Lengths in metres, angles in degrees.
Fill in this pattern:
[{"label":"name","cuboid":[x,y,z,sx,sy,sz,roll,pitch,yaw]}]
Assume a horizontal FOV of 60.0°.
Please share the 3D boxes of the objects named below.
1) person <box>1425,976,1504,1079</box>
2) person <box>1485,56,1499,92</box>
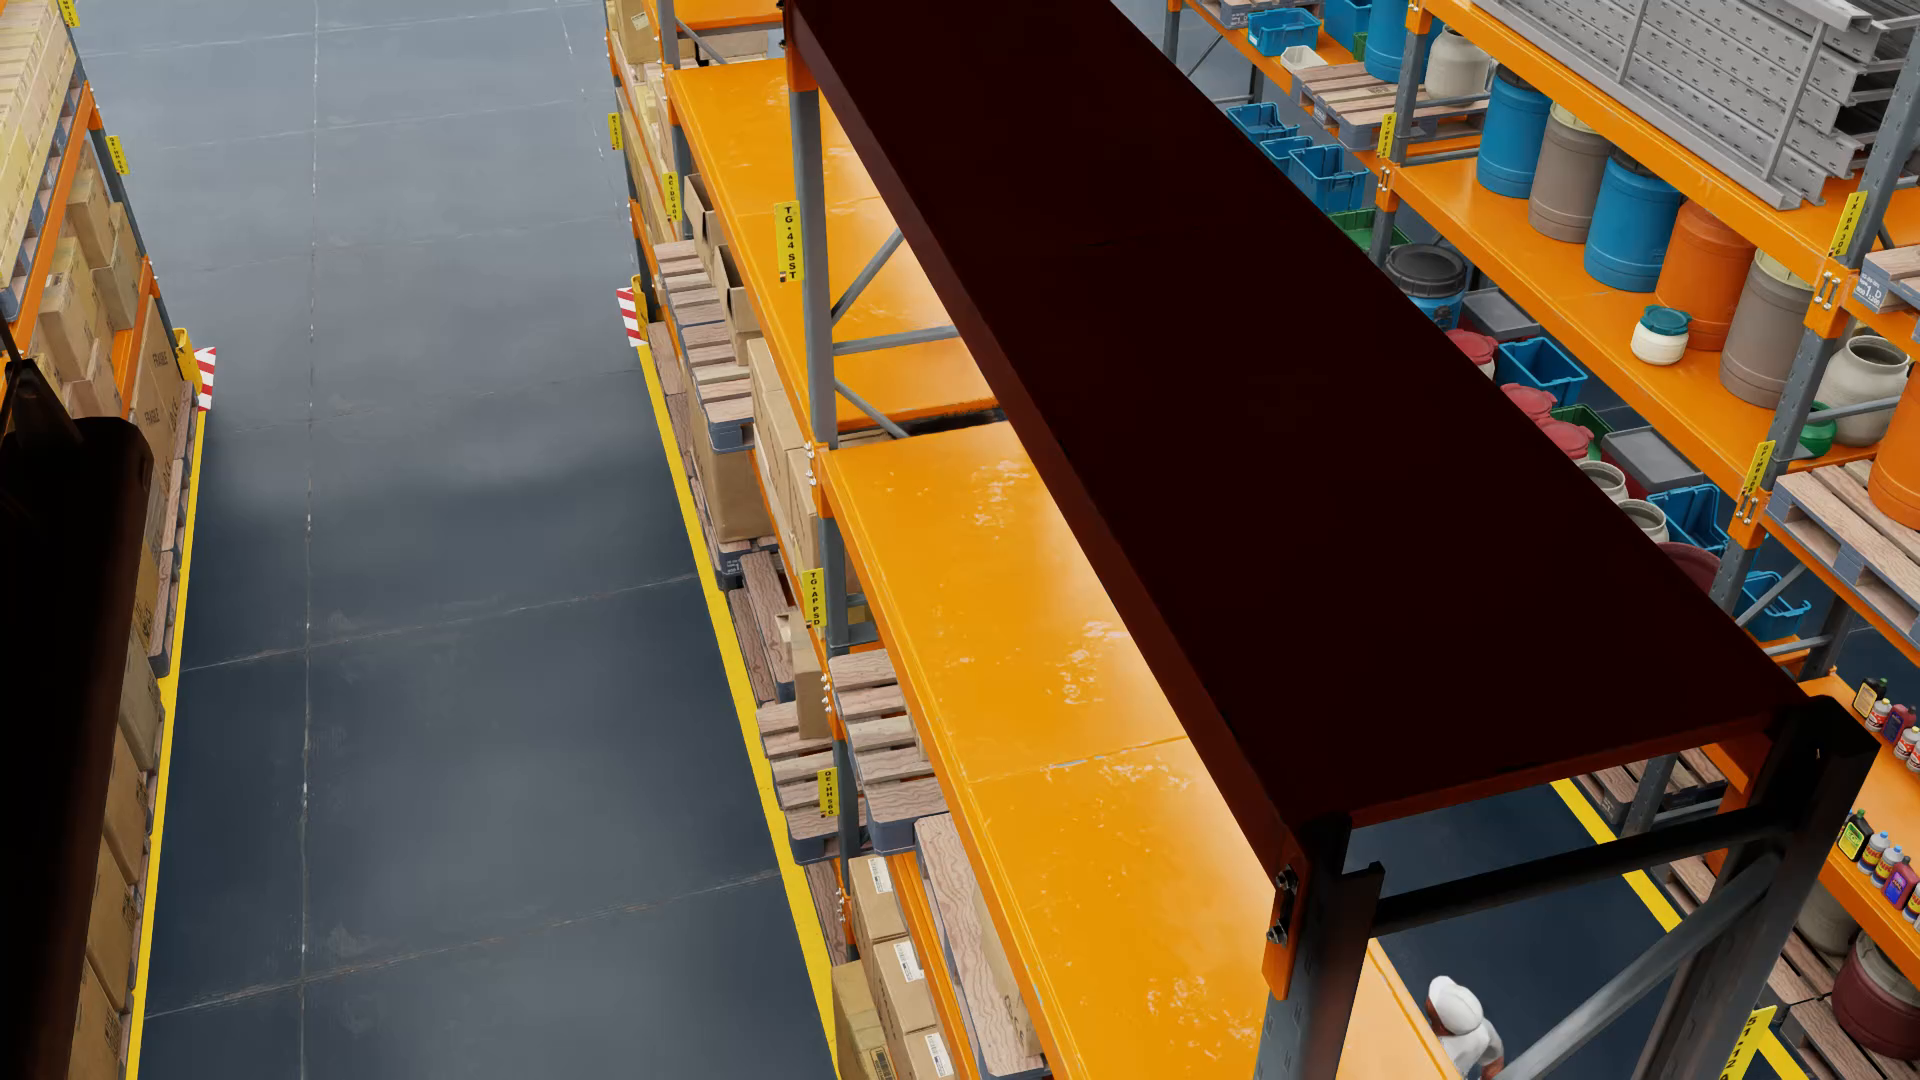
[{"label":"person","cuboid":[2.231,2.713,8.059,0.694,1.806,0.877,-11,40,-14]},{"label":"person","cuboid":[5.786,-5.030,17.823,0.495,1.706,0.463,-6,39,-7]}]
